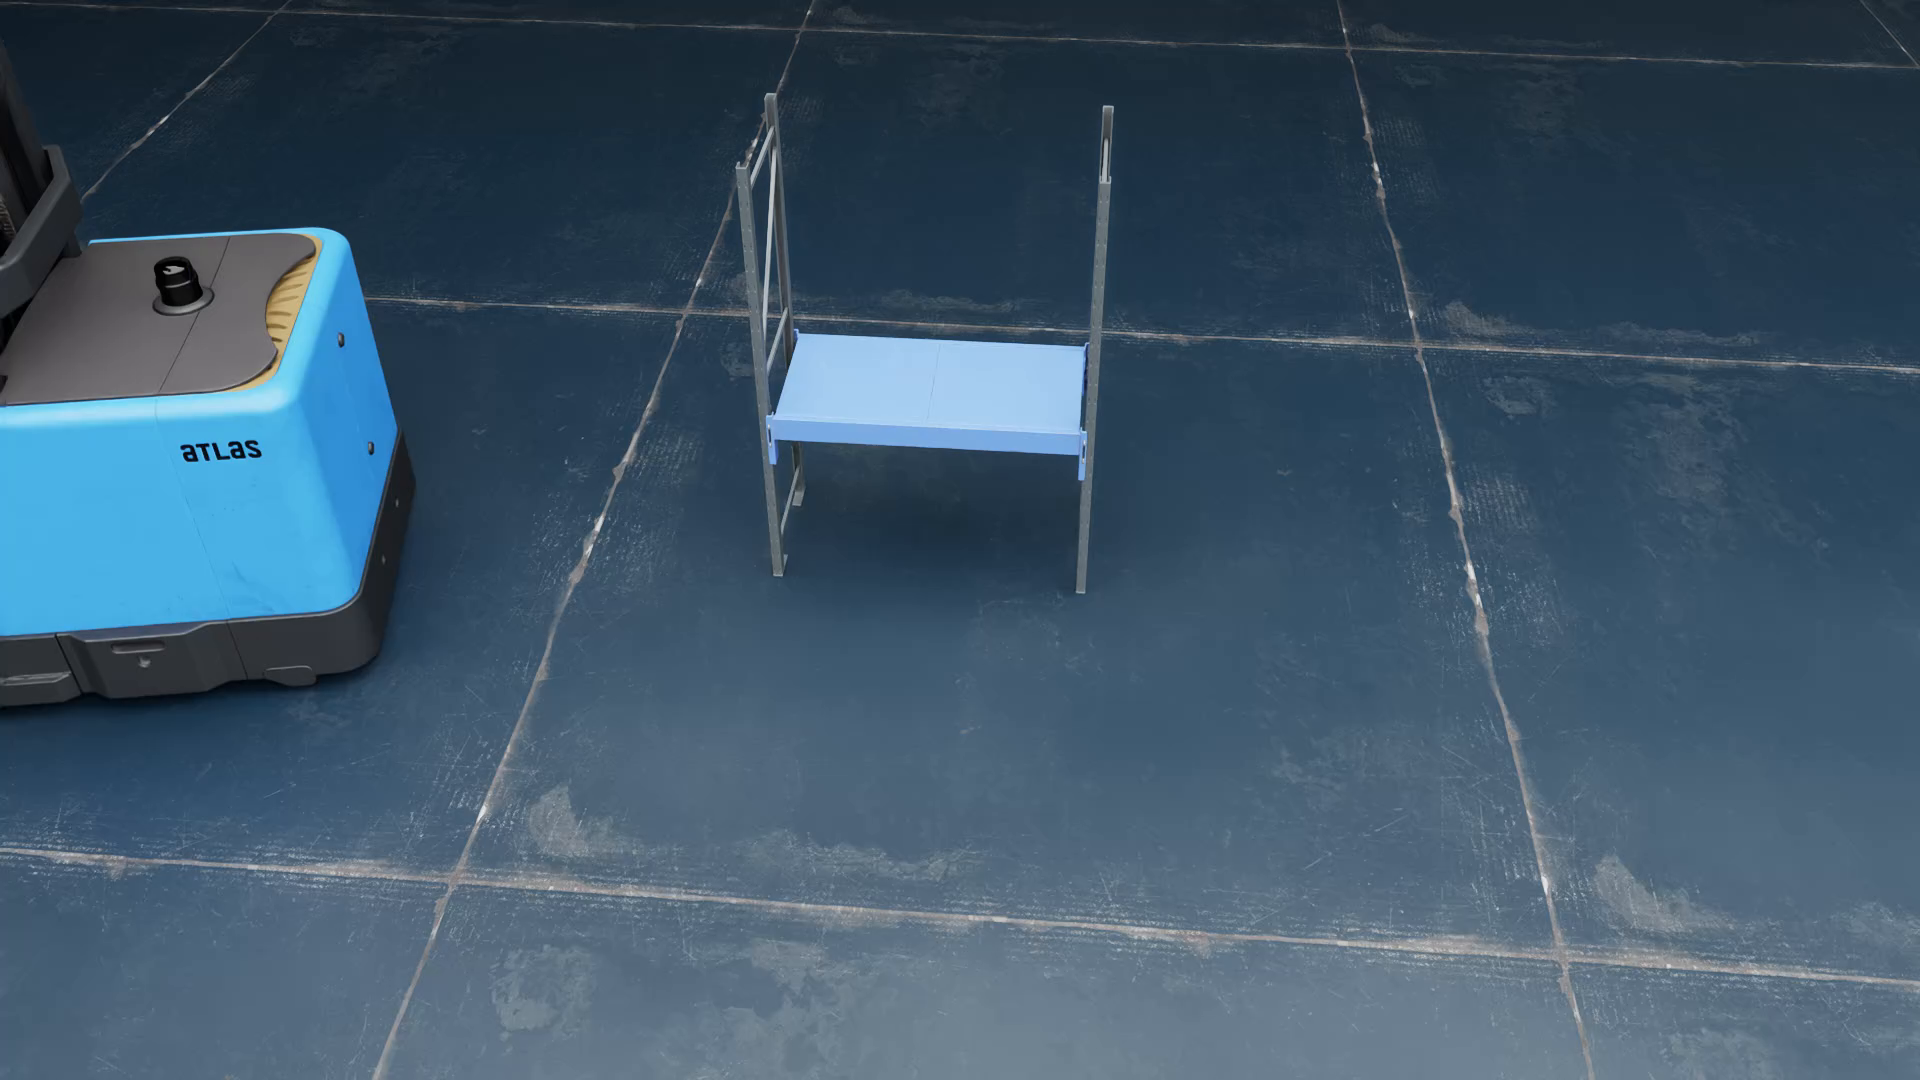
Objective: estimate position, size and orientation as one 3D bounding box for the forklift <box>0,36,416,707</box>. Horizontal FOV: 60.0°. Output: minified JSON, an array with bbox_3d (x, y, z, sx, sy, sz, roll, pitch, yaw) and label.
[{"bbox_3d":[-3.376,-0.895,4.528,3.031,2.935,1.130,-4,39,-5],"label":"forklift"}]

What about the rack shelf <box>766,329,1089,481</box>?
[{"bbox_3d":[-0.085,-0.447,5.396,1.000,0.185,0.538,3,39,4],"label":"rack shelf"}]

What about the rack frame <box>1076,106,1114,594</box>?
[{"bbox_3d":[0.421,-0.559,5.248,0.032,1.500,0.500,3,39,4],"label":"rack frame"}]

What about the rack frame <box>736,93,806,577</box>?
[{"bbox_3d":[-0.591,-0.614,5.316,0.032,1.500,0.500,3,39,4],"label":"rack frame"}]

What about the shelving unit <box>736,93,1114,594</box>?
[{"bbox_3d":[-0.085,-0.586,5.282,1.048,1.500,0.538,3,39,4],"label":"shelving unit"}]
